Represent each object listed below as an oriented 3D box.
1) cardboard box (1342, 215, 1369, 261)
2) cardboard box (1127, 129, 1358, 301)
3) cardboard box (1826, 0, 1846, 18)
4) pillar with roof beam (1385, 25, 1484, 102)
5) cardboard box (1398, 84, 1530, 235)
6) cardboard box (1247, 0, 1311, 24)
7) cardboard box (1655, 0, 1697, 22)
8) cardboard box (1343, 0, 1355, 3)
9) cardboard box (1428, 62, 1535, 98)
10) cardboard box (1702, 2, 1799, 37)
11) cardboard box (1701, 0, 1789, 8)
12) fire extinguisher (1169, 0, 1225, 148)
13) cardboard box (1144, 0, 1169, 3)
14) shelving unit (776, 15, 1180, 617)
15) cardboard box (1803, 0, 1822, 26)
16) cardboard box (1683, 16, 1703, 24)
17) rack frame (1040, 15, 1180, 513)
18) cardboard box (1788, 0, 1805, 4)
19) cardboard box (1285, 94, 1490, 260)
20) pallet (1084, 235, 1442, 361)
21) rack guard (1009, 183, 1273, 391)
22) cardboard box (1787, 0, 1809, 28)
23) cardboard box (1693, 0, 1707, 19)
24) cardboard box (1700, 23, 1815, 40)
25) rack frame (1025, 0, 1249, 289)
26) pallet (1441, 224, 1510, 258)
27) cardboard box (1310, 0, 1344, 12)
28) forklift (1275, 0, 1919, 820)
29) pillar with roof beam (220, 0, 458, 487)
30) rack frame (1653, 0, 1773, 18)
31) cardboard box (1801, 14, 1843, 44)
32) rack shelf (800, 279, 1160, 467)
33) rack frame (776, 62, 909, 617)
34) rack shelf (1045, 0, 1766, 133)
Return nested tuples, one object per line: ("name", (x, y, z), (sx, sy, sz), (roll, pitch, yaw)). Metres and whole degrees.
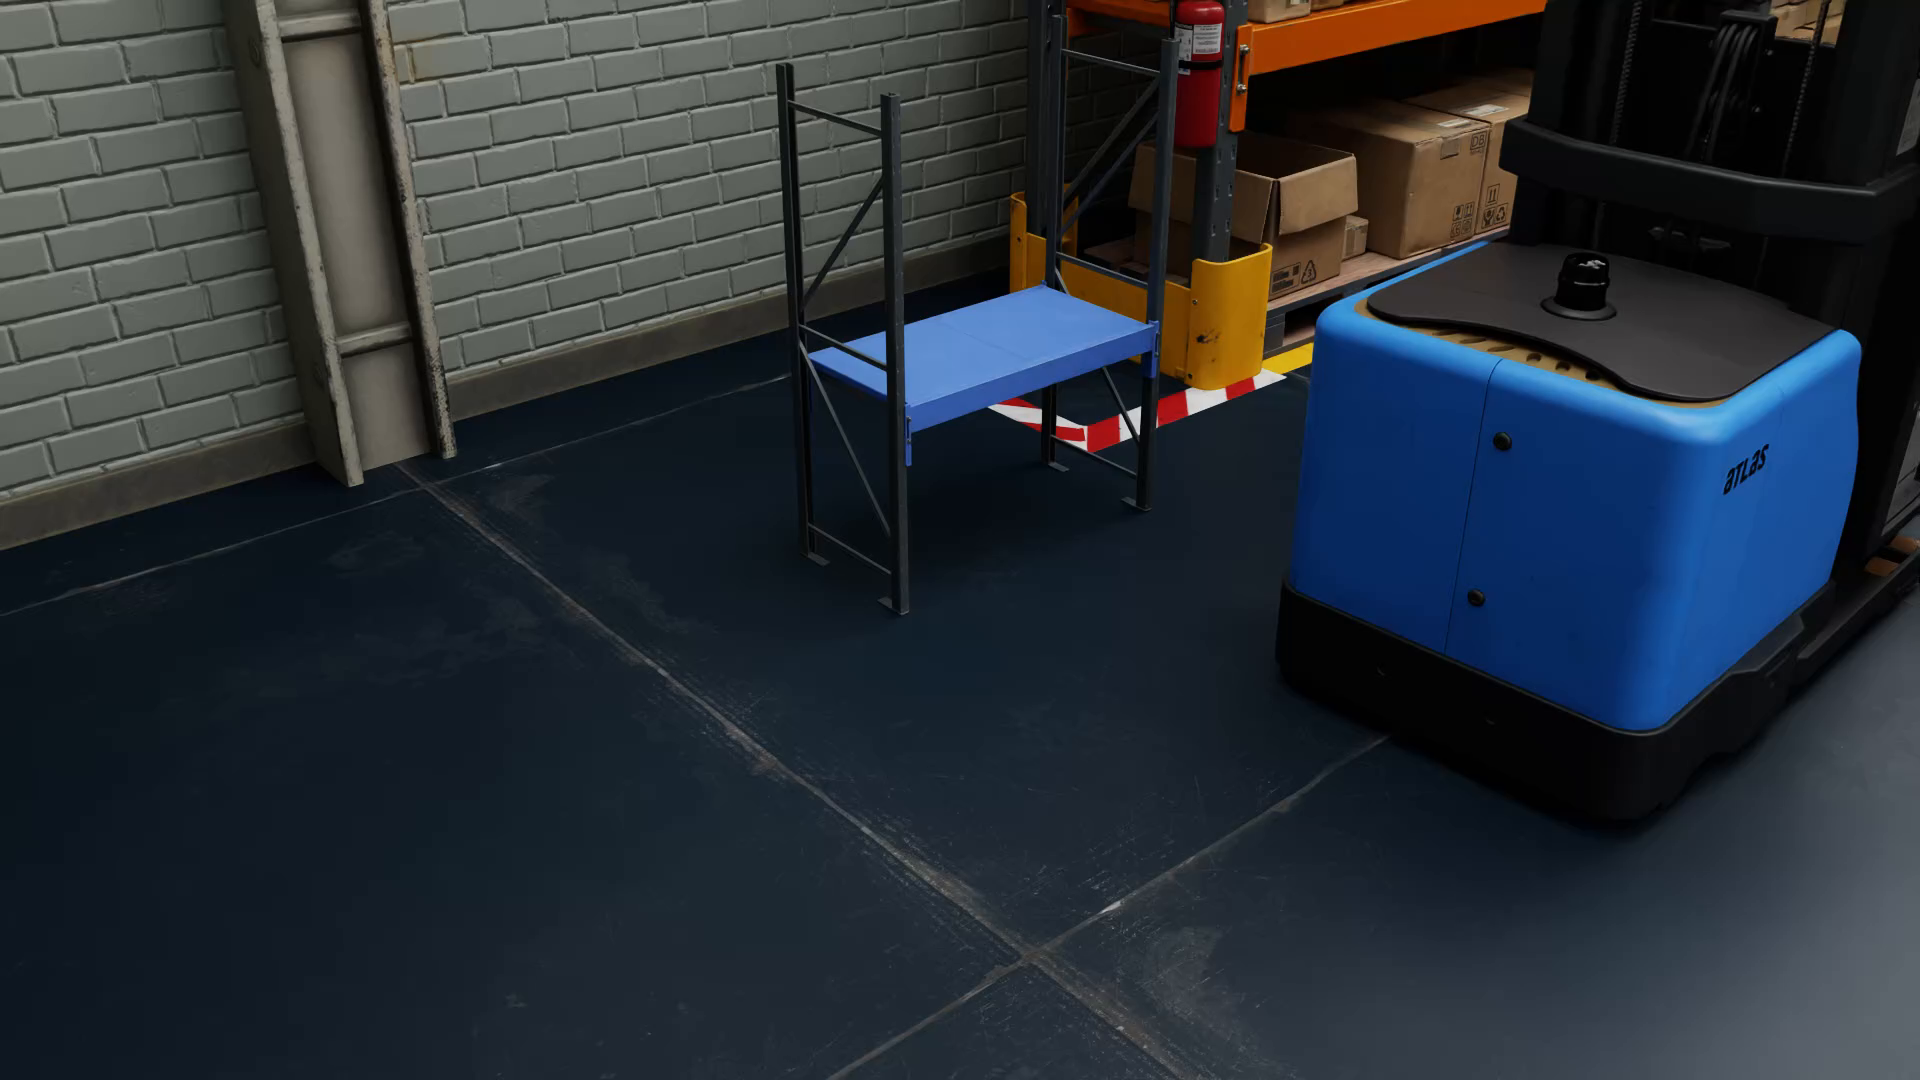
("cardboard box", (1.509, -1.313, 7.103), (0.250, 0.149, 0.380), (-24, 36, -37))
("cardboard box", (1.161, -1.353, 6.803), (0.637, 0.503, 0.797), (-24, 36, -37))
("cardboard box", (4.671, -3.007, 9.212), (0.250, 0.149, 0.380), (-23, 35, -36))
("pillar with roof beam", (5.356, -4.552, 4.220), (0.400, 9.000, 9.100), (-22, 35, -35))
("cardboard box", (2.303, -1.725, 7.502), (0.500, 0.500, 0.500), (-21, 35, -34))
("cardboard box", (1.062, -2.007, 6.090), (0.250, 0.149, 0.380), (-22, 35, -35))
("cardboard box", (3.770, -2.924, 9.058), (0.250, 0.149, 0.380), (-24, 36, -37))
("cardboard box", (1.403, -2.195, 6.441), (0.250, 0.149, 0.380), (-22, 35, -36))
("cardboard box", (2.626, -1.917, 7.861), (0.500, 0.500, 0.700), (-23, 36, -37))
("cardboard box", (4.122, -2.723, 8.681), (0.250, 0.149, 0.380), (-20, 34, -33))
("cardboard box", (4.083, -2.876, 8.651), (0.250, 0.149, 0.380), (-23, 35, -36))
("fire extinguisher", (0.822, -1.707, 5.739), (0.183, 0.674, 0.296), (-22, 35, -35))
("cardboard box", (0.712, -2.203, 6.456), (0.250, 0.149, 0.380), (-22, 35, -35))
("shelving unit", (0.065, -0.688, 4.945), (1.048, 1.500, 0.538), (-22, 35, -35))
("cardboard box", (4.471, -2.918, 9.046), (0.250, 0.149, 0.380), (-24, 36, -37))
("cardboard box", (3.858, -2.679, 9.286), (0.500, 0.500, 0.500), (-22, 35, -35))
("rack frame", (0.452, -0.843, 5.236), (0.032, 1.500, 0.500), (-22, 35, -35))
("cardboard box", (4.289, -2.951, 8.791), (0.250, 0.149, 0.380), (-24, 36, -37))
("cardboard box", (1.836, -1.599, 7.267), (0.500, 0.500, 0.700), (-20, 34, -33))
("pallet", (1.298, -1.153, 7.185), (1.213, 0.211, 1.003), (-22, 35, -35))
("rack guard", (0.692, -1.037, 6.659), (0.348, 0.500, 1.175), (-22, 35, -35))
("cardboard box", (4.283, -2.835, 8.891), (0.250, 0.149, 0.380), (-23, 36, -36))
("cardboard box", (3.966, -3.007, 9.212), (0.250, 0.149, 0.380), (-22, 35, -35))
("cardboard box", (4.191, -2.490, 8.933), (0.500, 0.500, 0.500), (-20, 34, -33))
("rack frame", (0.634, -2.116, 6.027), (0.127, 3.000, 1.000), (-22, 35, -35))
("pallet", (2.225, -1.525, 7.879), (1.213, 0.211, 1.003), (-22, 35, -35))
("cardboard box", (1.225, -2.102, 6.267), (0.250, 0.149, 0.380), (-21, 35, -34))
("forklift", (2.258, -1.231, 4.444), (3.031, 2.935, 1.130), (-25, 37, -38))
("pillar with roof beam", (0.792, -2.717, 0.786), (0.400, 9.000, 9.100), (-22, 35, -35))
("rack frame", (3.677, -3.340, 8.317), (0.127, 3.000, 1.000), (-22, 35, -35))
("cardboard box", (4.590, -2.656, 9.244), (0.500, 0.500, 0.500), (-22, 35, -36))
("rack shelf", (0.065, -0.529, 5.030), (1.000, 0.185, 0.538), (-22, 35, -35))
("rack frame", (-0.322, -0.532, 4.654), (0.032, 1.500, 0.500), (-22, 35, -35))
("rack shelf", (2.155, -2.410, 7.341), (4.000, 0.370, 1.077), (-22, 35, -35))
